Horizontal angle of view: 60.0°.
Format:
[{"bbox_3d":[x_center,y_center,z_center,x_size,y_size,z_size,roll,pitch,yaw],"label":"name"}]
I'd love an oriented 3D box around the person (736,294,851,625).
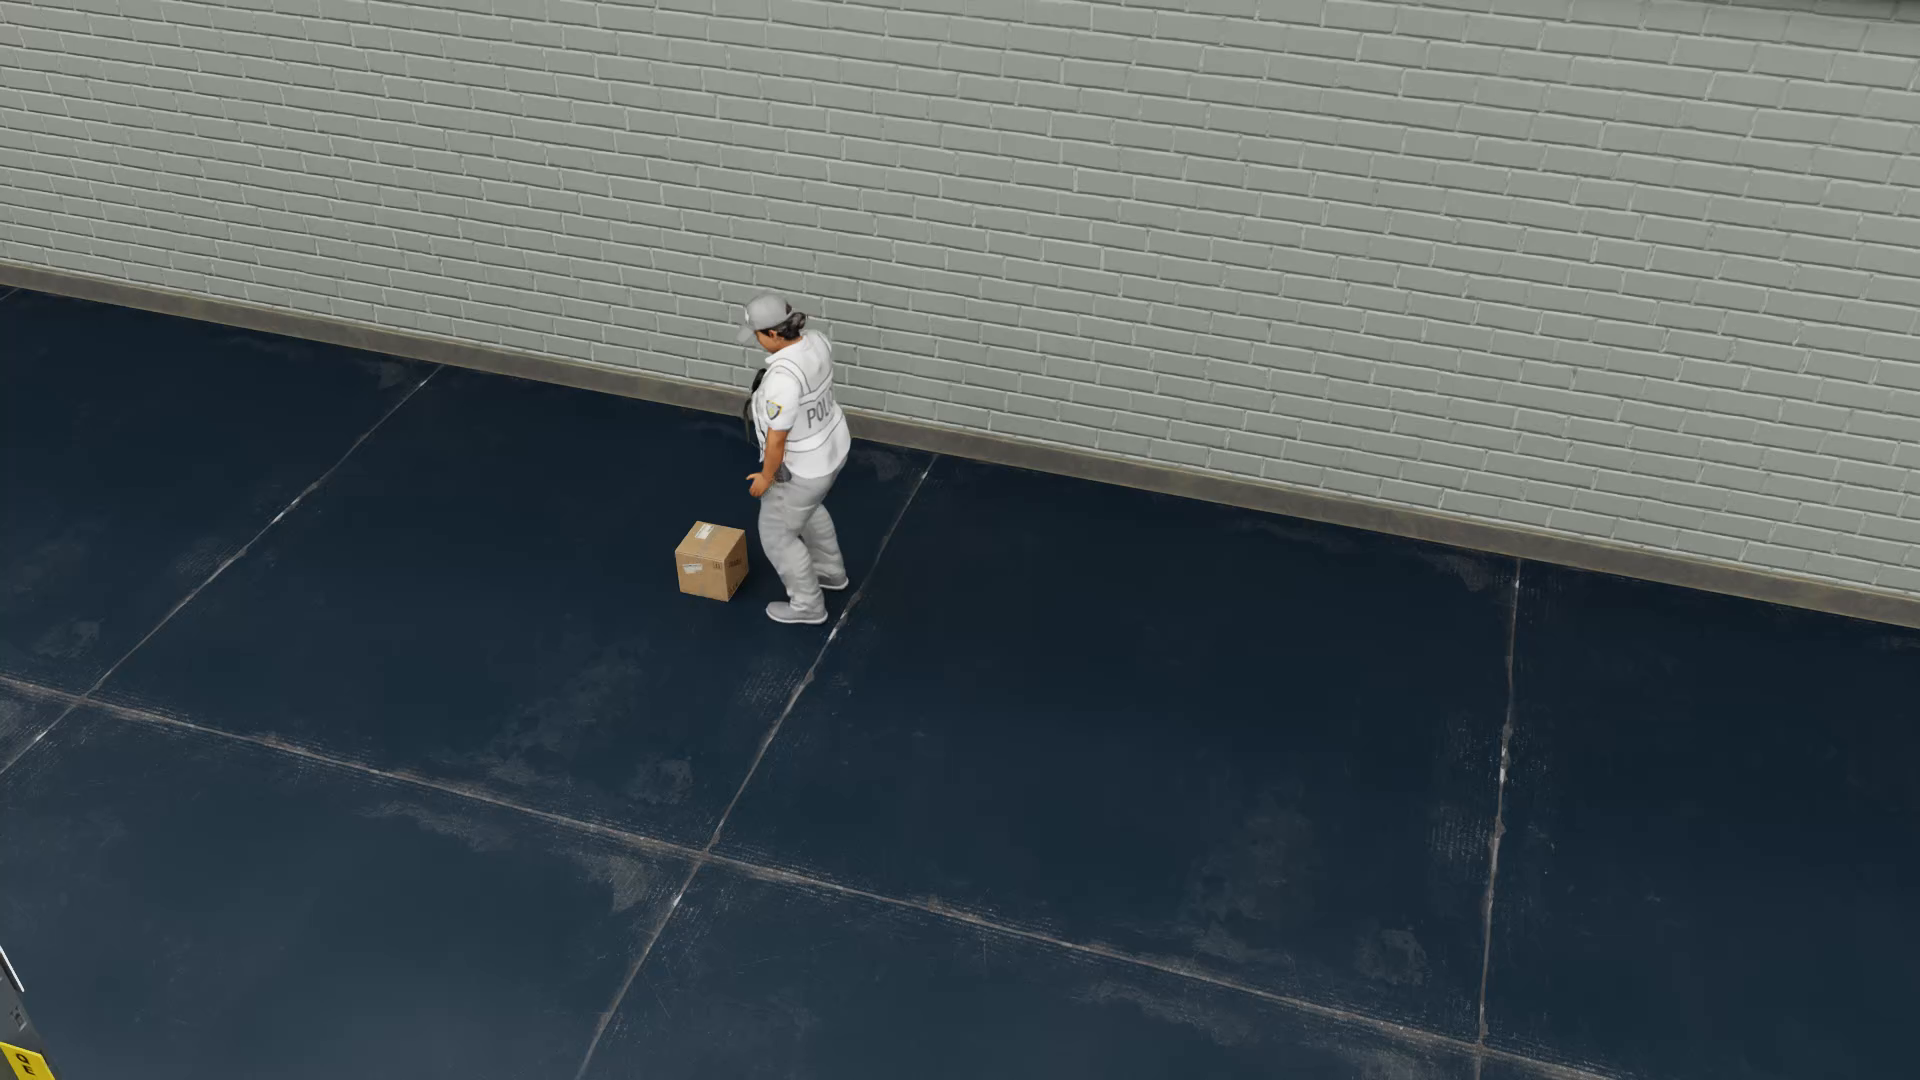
[{"bbox_3d":[-0.729,-0.346,7.375,0.440,1.638,0.486,12,39,15],"label":"person"}]
